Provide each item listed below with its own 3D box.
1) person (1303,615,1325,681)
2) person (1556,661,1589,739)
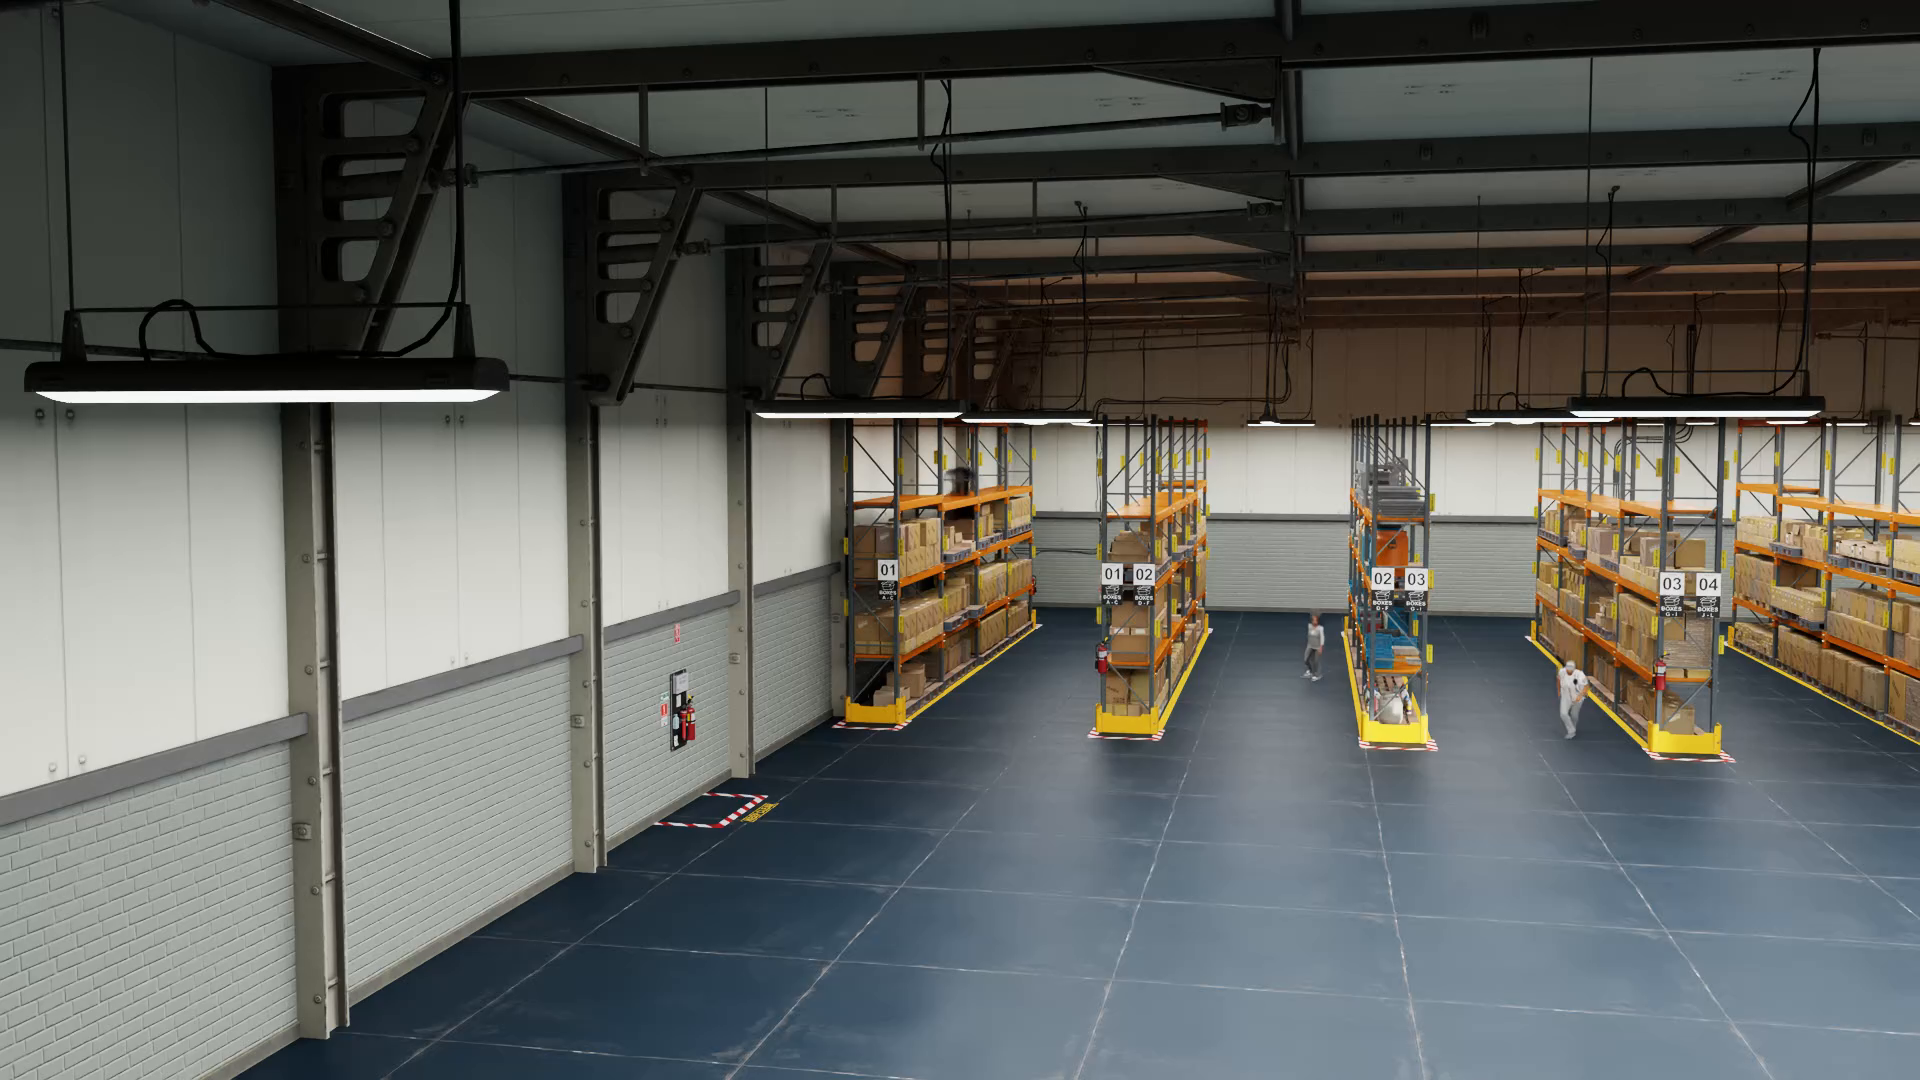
[{"bbox_3d":[8.034,2.449,37.703,0.558,1.550,0.537,3,5,34],"label":"person"},{"bbox_3d":[11.410,2.937,30.937,0.599,1.478,1.103,2,4,30],"label":"person"}]
